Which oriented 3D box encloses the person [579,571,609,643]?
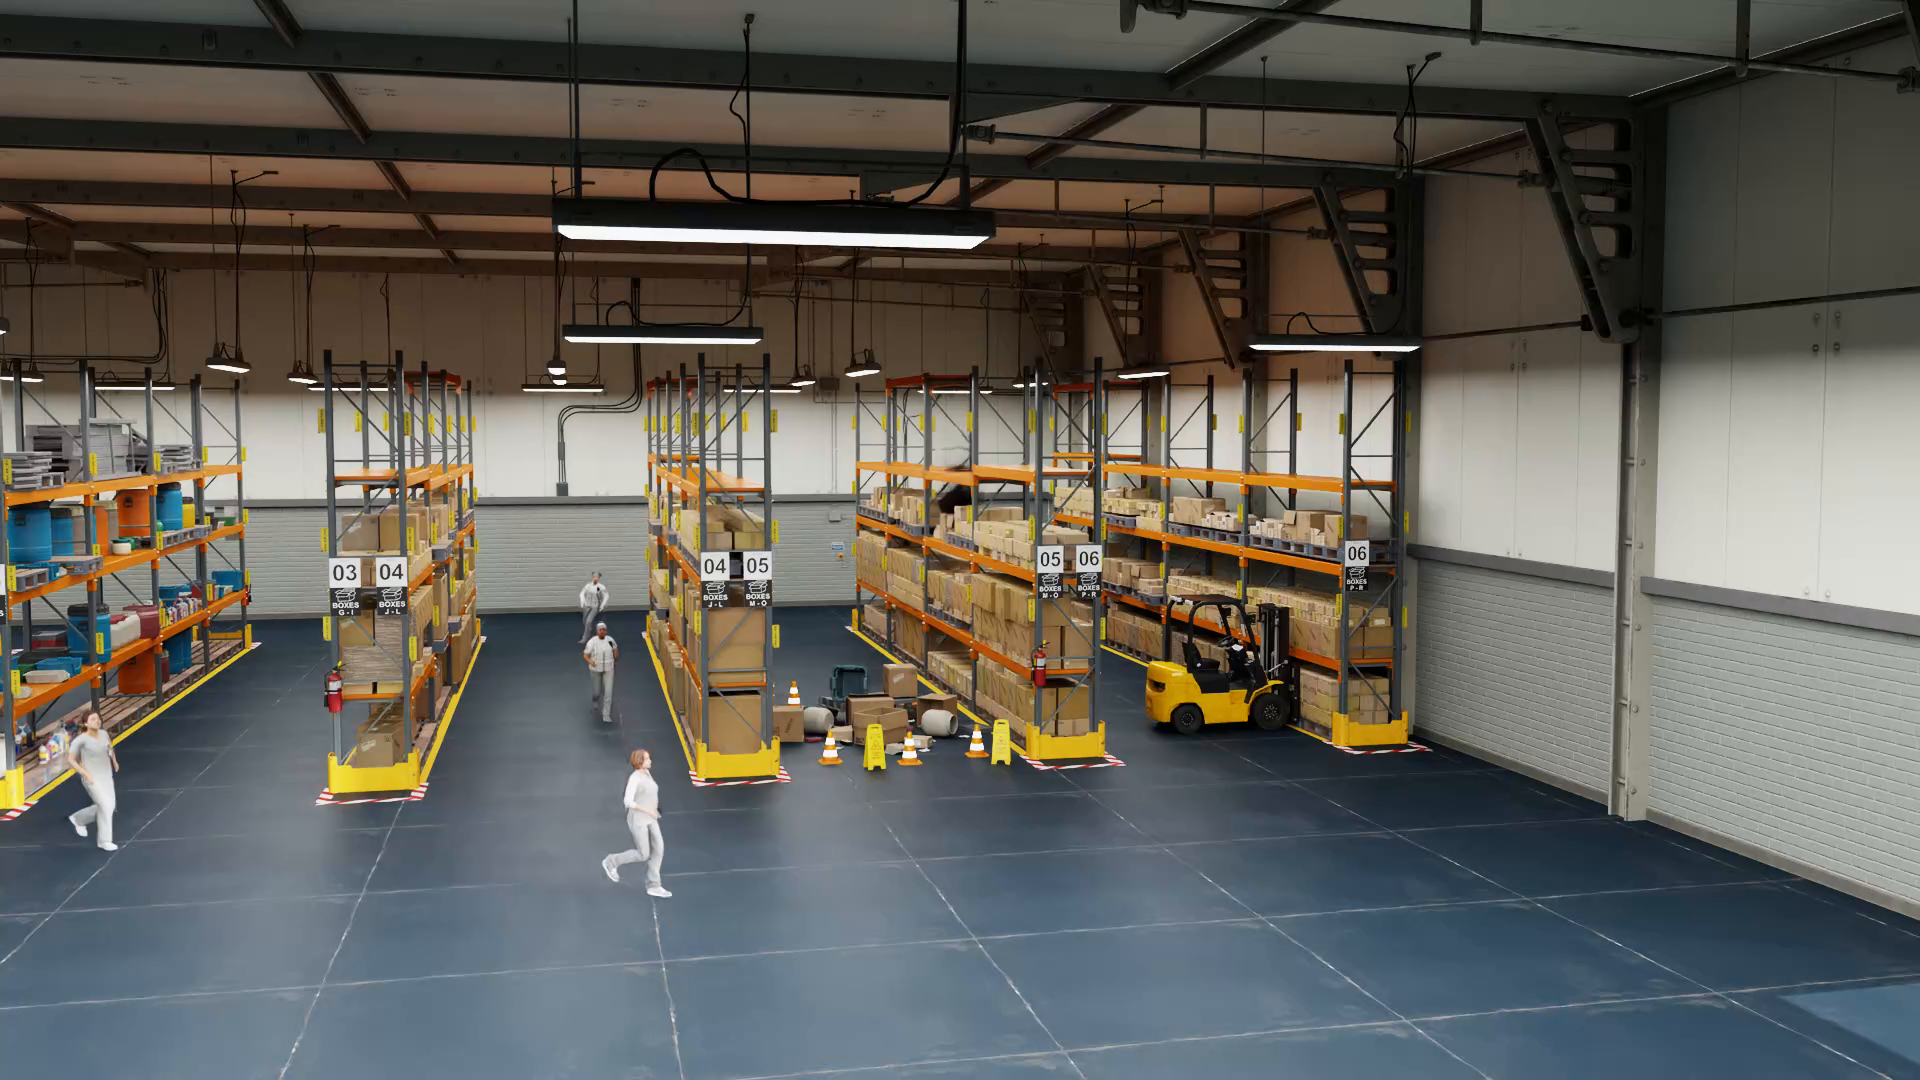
[{"bbox_3d":[-8.410,1.531,38.194,0.668,1.629,0.689,0,4,3],"label":"person"}]

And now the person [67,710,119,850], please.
[{"bbox_3d":[-10.249,2.825,19.652,0.687,1.653,0.564,2,4,21],"label":"person"}]

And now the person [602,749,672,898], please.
[{"bbox_3d":[-3.421,2.997,17.651,0.760,1.584,0.543,1,4,13],"label":"person"}]

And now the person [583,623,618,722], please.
[{"bbox_3d":[-6.087,2.226,28.262,0.612,1.658,0.831,-2,4,-22],"label":"person"}]
